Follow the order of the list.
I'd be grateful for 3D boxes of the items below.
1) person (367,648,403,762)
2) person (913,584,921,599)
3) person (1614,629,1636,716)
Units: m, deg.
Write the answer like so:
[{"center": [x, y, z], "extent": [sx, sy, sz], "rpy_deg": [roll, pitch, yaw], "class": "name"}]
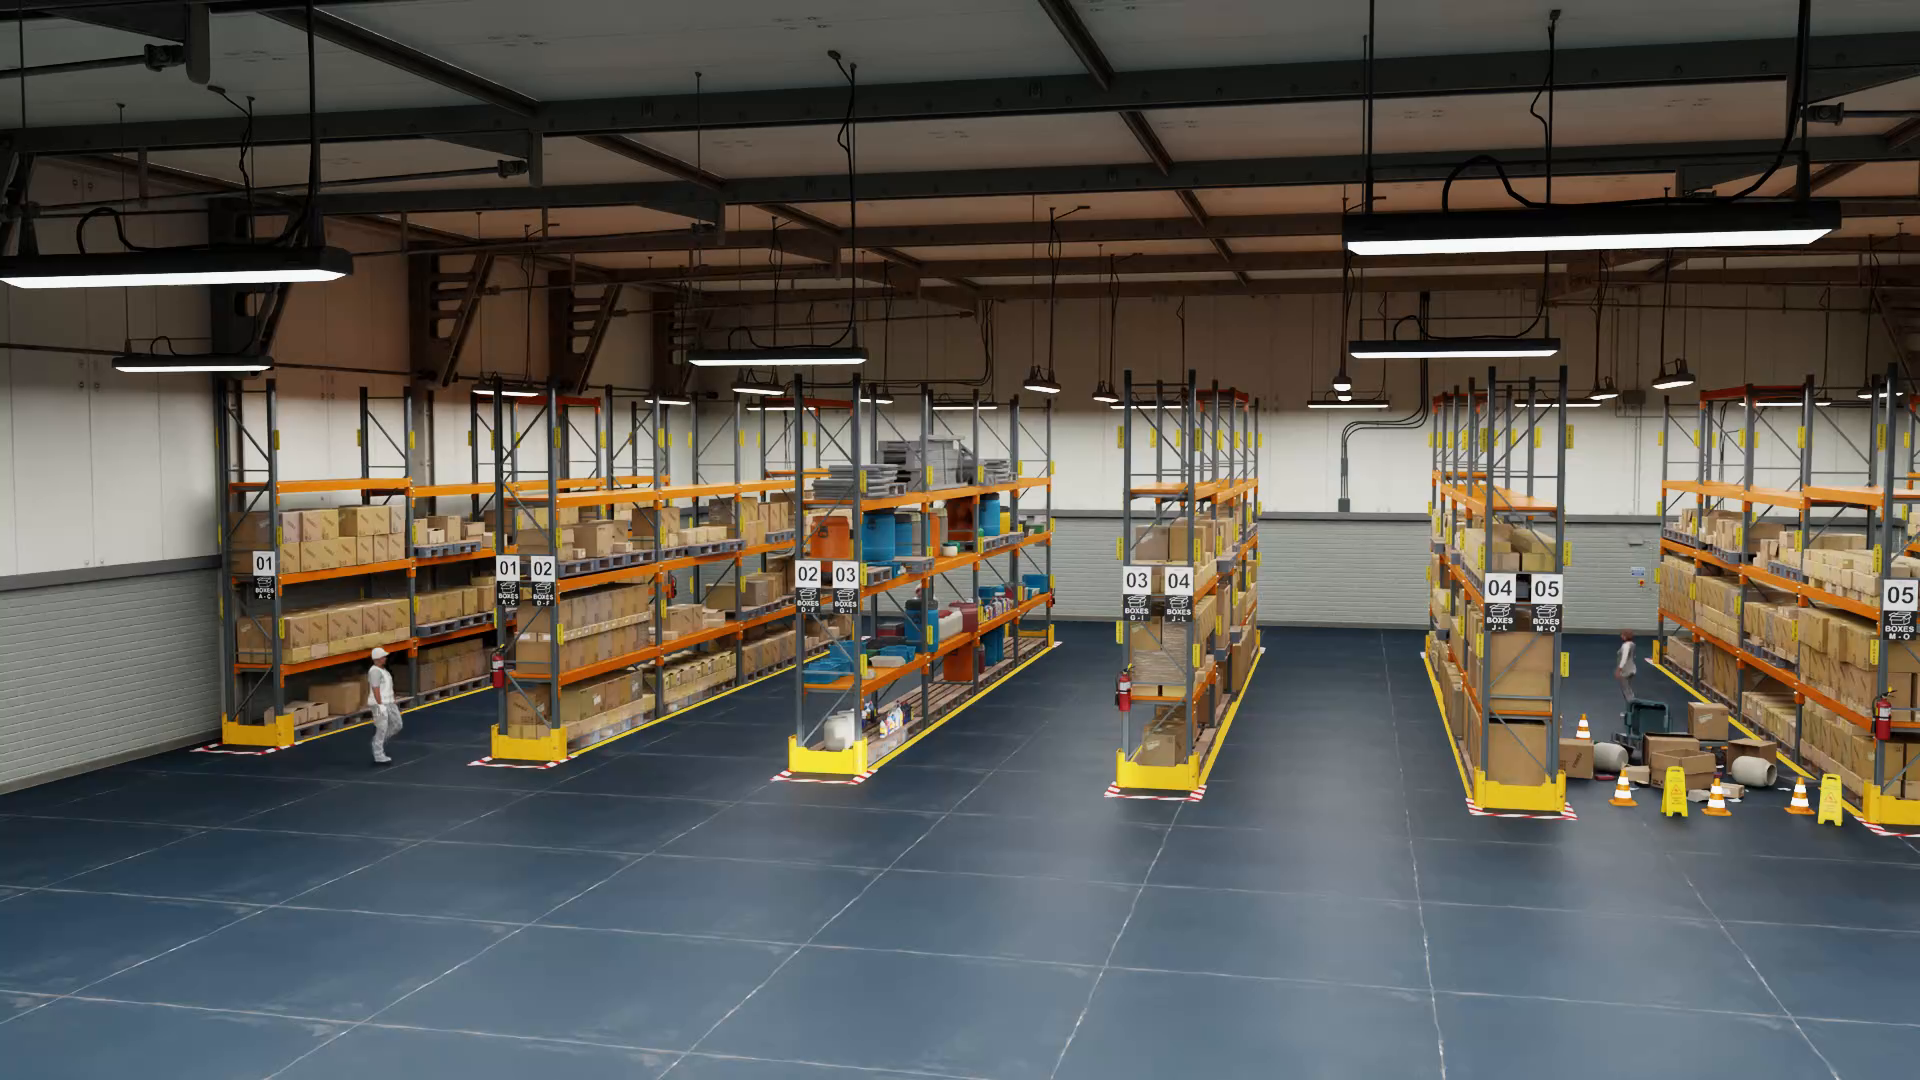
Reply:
[{"center": [-8.970, 2.548, 25.752], "extent": [0.491, 1.771, 0.531], "rpy_deg": [1, 4, 18], "class": "person"}, {"center": [-0.925, 1.876, 37.712], "extent": [0.536, 1.731, 0.977], "rpy_deg": [1, 4, 19], "class": "person"}, {"center": [12.007, 2.440, 30.027], "extent": [0.469, 1.492, 0.412], "rpy_deg": [-2, 4, -30], "class": "person"}]
